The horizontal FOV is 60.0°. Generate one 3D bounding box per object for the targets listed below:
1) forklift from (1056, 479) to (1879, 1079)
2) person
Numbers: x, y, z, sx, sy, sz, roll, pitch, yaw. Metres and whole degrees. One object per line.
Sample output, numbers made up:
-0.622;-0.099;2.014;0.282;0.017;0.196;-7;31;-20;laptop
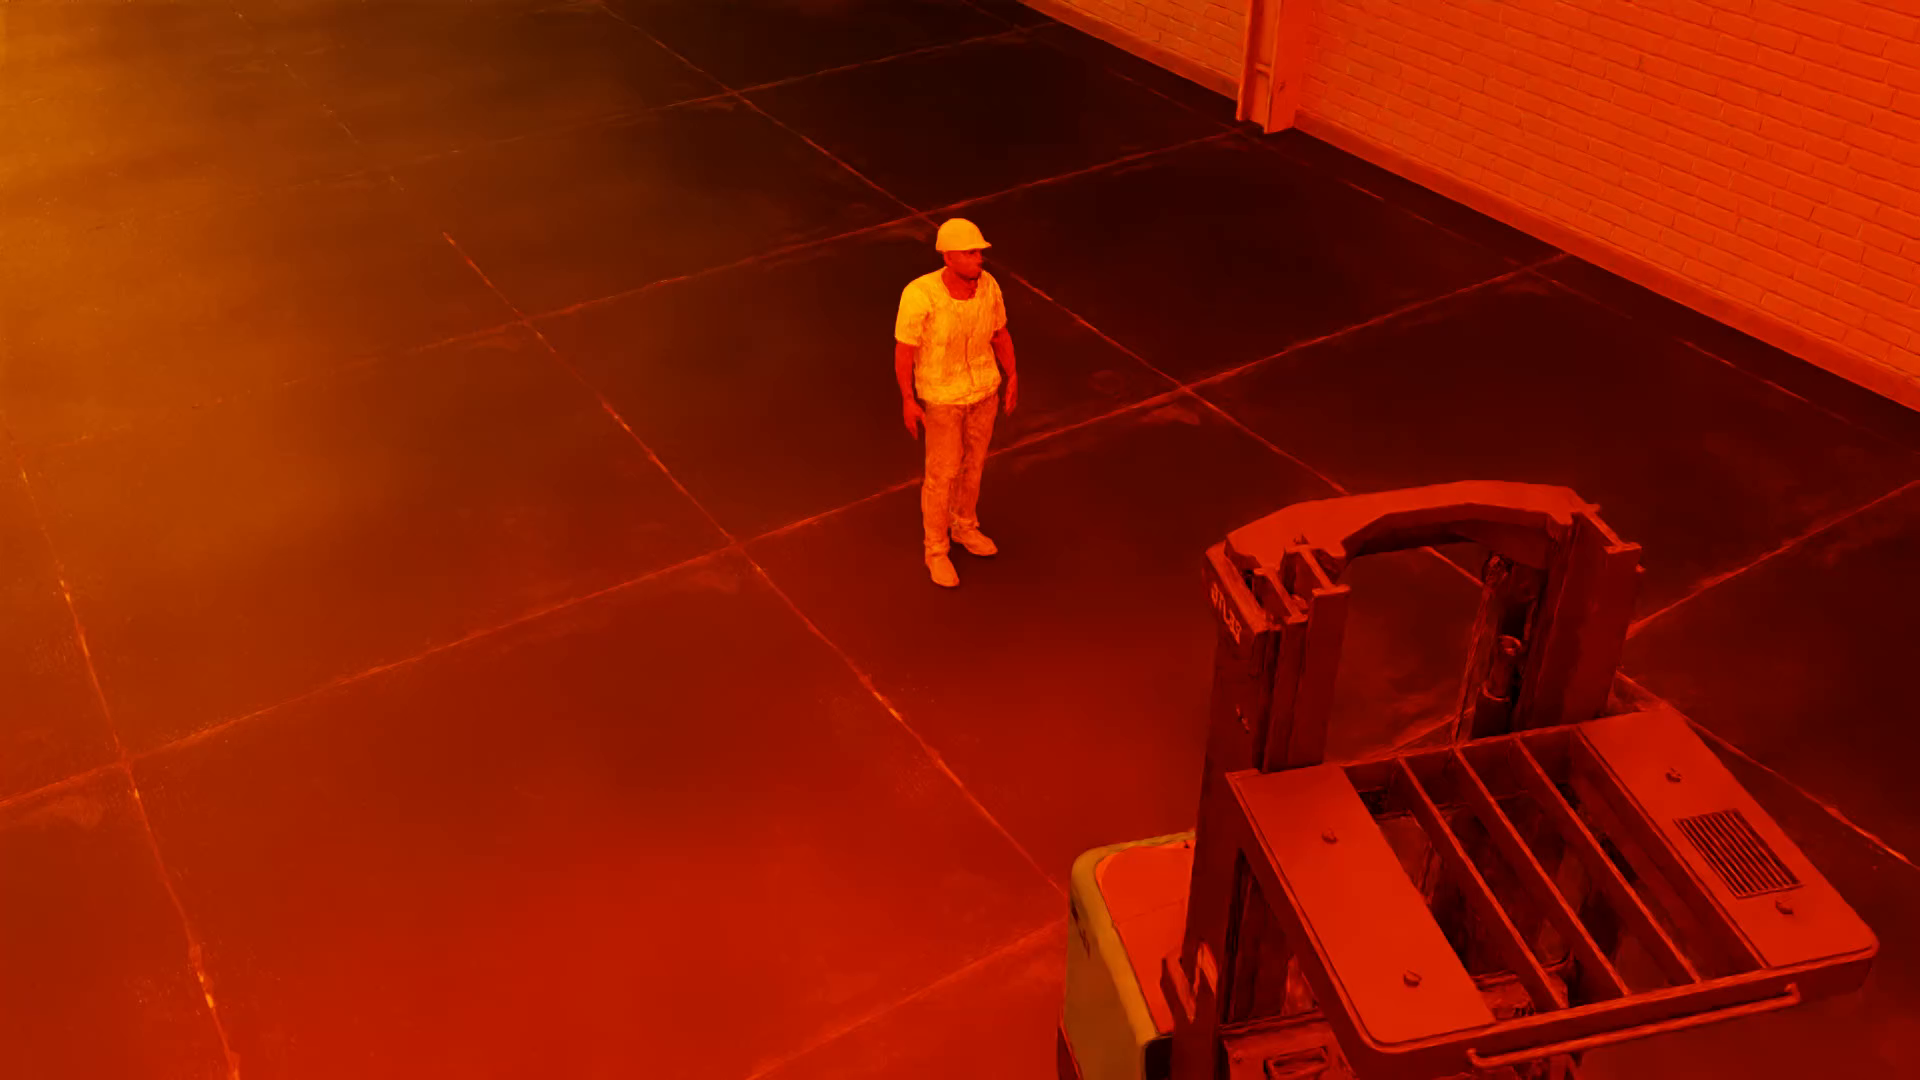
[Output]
1.176;1.451;4.083;1.130;2.935;3.031;-8;36;-11;forklift
0.034;-0.693;8.135;0.665;1.766;0.576;-21;40;-27;person
